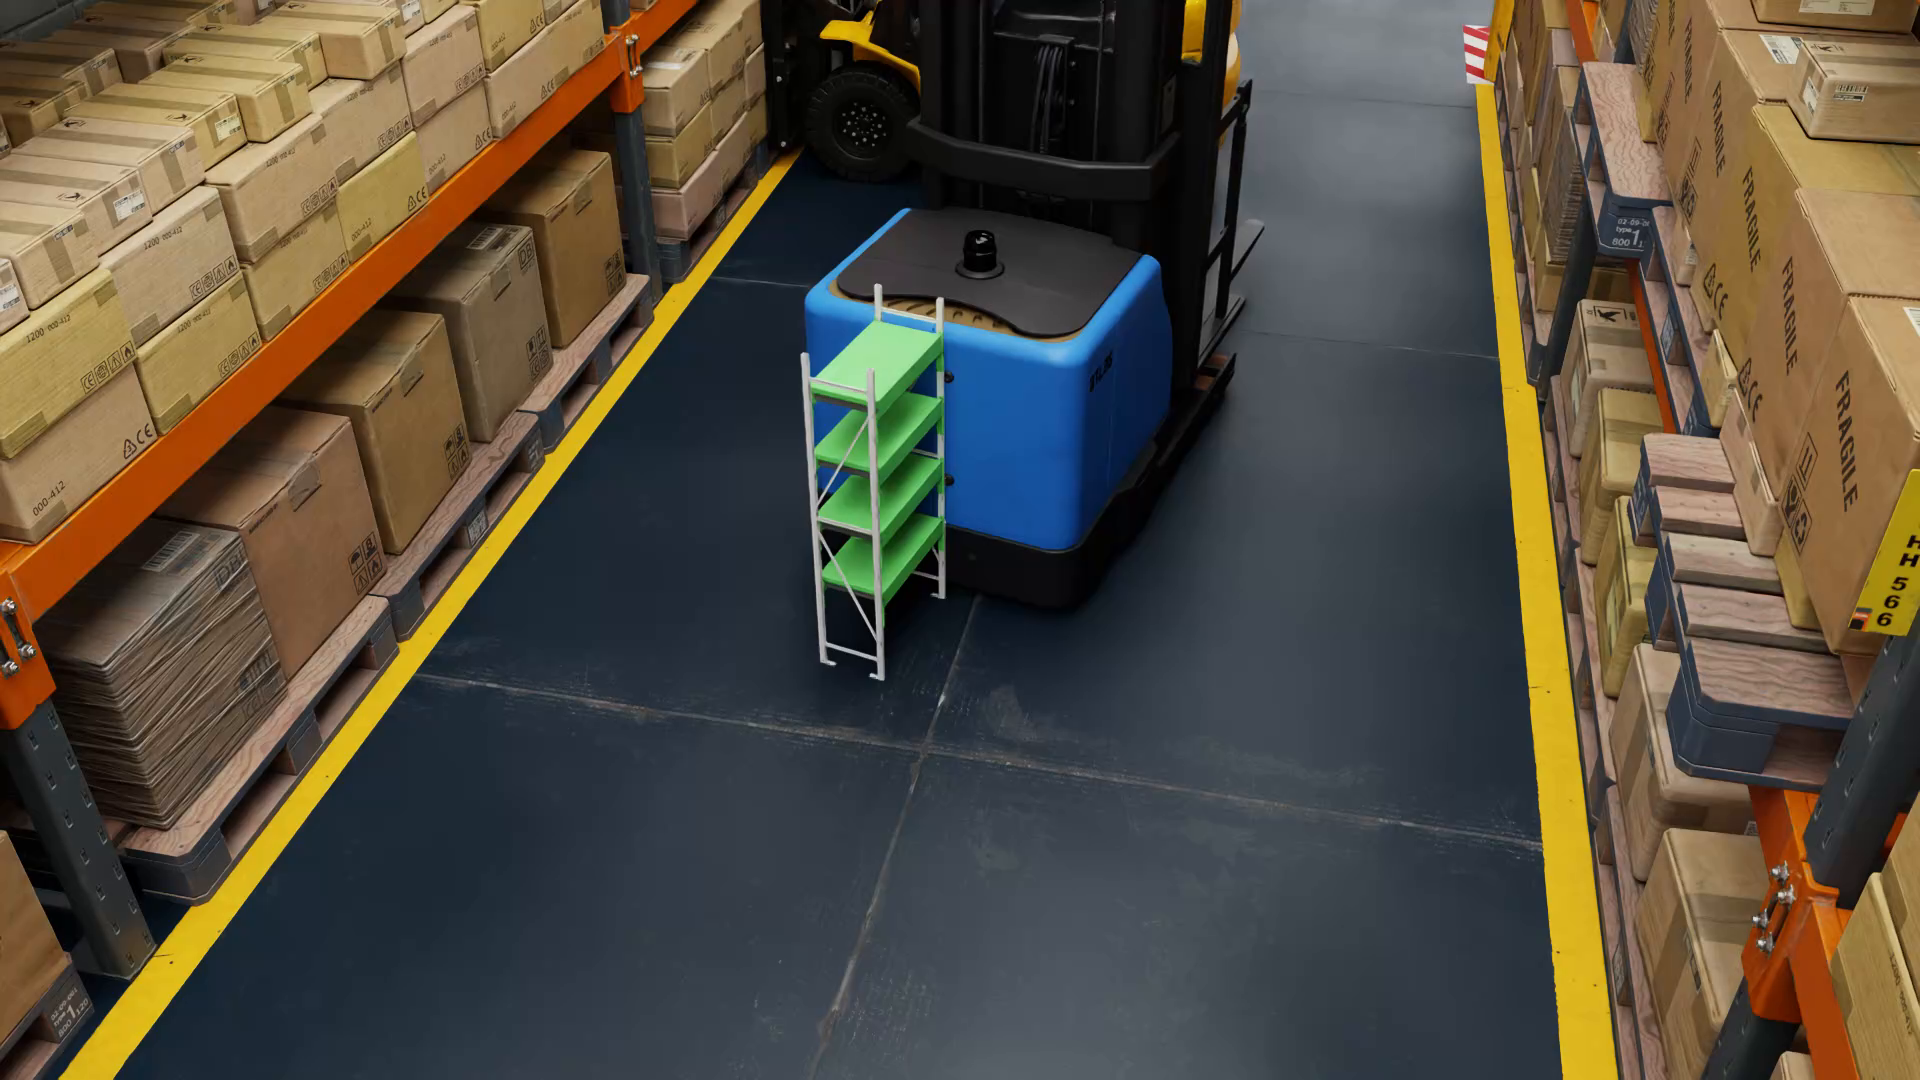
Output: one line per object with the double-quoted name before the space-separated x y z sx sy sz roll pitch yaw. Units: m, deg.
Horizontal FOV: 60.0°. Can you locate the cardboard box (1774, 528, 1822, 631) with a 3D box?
"cardboard box" 1.926 0.077 3.445 0.380 0.149 0.250 8 37 11

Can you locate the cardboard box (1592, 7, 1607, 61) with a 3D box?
"cardboard box" 2.771 -2.033 6.713 0.380 0.149 0.250 8 37 11

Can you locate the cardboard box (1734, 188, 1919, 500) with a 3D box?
"cardboard box" 2.024 -0.399 3.548 0.500 0.500 0.500 7 36 9

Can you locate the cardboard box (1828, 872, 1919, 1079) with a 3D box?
"cardboard box" 1.749 0.835 2.670 0.500 0.250 0.500 7 36 9

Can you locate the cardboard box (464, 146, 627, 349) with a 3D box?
"cardboard box" -1.997 -1.296 7.148 0.875 0.625 0.625 9 37 12

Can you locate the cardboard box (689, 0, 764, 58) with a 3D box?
"cardboard box" -1.273 -2.666 8.506 0.500 0.250 0.500 9 37 12

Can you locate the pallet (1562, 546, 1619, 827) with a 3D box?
"pallet" 2.530 0.509 5.368 1.003 0.211 1.213 7 37 10

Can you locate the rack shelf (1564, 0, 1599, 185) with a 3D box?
"rack shelf" 3.381 -2.623 7.927 1.077 0.370 4.000 7 37 10

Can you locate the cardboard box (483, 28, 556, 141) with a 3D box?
"cardboard box" -1.851 -1.717 6.191 0.500 0.250 0.500 7 37 10

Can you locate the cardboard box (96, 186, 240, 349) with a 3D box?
"cardboard box" -2.309 -0.747 4.427 0.500 0.250 0.500 8 37 11

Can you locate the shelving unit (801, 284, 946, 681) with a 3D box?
"shelving unit" -0.264 -0.173 5.467 0.258 1.200 0.503 15 39 20

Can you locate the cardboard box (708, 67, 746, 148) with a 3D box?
"cardboard box" -1.386 -2.175 8.254 0.500 0.250 0.500 7 37 10

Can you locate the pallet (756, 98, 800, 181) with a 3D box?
"pallet" -1.427 -2.411 9.397 1.003 0.211 1.213 7 37 10

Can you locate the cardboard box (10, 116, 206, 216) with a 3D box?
"cardboard box" -2.266 -0.999 4.435 0.380 0.149 0.250 8 37 10

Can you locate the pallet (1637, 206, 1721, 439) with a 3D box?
"pallet" 2.482 -0.537 4.599 1.003 0.211 1.213 7 37 10

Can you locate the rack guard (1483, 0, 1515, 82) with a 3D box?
"rack guard" 3.791 -3.006 9.971 1.175 0.500 0.348 7 37 10

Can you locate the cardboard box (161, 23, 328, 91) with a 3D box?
"cardboard box" -2.169 -1.446 5.052 0.380 0.149 0.250 7 37 10

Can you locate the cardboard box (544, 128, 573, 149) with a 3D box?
"cardboard box" -1.993 -1.952 7.947 0.500 0.250 0.500 7 36 9

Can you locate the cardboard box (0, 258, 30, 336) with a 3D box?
"cardboard box" -2.395 -0.544 3.807 0.380 0.149 0.250 8 37 11

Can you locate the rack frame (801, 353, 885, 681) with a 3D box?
"rack frame" -0.364 -0.043 5.287 0.240 1.200 0.015 15 39 20

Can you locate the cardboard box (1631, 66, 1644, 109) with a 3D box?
"cardboard box" 2.527 -1.559 5.701 0.380 0.149 0.250 8 37 11

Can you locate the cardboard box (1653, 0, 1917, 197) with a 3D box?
"cardboard box" 2.348 -1.297 4.787 0.500 0.500 0.500 7 37 10

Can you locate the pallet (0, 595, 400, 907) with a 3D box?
"pallet" -2.537 0.567 5.288 1.003 0.211 1.213 7 37 10

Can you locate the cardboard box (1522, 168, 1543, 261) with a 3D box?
"cardboard box" 2.921 -1.504 7.754 0.500 0.250 0.500 6 36 9

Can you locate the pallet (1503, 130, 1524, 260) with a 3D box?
"pallet" 3.321 -1.730 8.457 1.003 0.211 1.213 7 37 10

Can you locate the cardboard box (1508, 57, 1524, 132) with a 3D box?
"cardboard box" 3.249 -2.399 8.989 0.500 0.250 0.500 9 37 12

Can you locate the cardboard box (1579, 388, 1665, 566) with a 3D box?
"cardboard box" 2.694 -0.161 5.797 0.950 0.372 0.625 10 37 13

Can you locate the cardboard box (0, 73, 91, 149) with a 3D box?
"cardboard box" -2.701 -1.204 4.718 0.380 0.149 0.250 7 37 10

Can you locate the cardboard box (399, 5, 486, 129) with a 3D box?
"cardboard box" -1.969 -1.628 5.642 0.500 0.250 0.500 8 37 11

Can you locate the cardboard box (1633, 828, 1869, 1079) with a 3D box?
"cardboard box" 2.229 1.096 4.063 0.950 0.372 0.625 5 36 7

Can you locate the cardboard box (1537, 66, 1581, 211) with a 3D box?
"cardboard box" 2.924 -1.793 7.514 0.500 0.500 0.500 8 37 11

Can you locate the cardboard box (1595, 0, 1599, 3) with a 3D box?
"cardboard box" 2.909 -2.511 6.820 0.500 0.500 0.500 9 37 12

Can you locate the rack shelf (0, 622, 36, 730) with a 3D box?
"rack shelf" -3.178 1.343 2.454 1.077 0.370 4.000 7 37 10

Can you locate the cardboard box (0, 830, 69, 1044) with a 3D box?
"cardboard box" -2.631 1.016 4.064 0.500 0.500 0.500 8 37 11

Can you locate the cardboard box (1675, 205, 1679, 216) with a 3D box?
"cardboard box" 2.328 -0.961 4.877 0.380 0.149 0.250 8 37 10

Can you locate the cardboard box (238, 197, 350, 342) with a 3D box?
"cardboard box" -2.202 -0.842 4.983 0.500 0.250 0.500 6 36 8

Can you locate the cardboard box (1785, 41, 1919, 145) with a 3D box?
"cardboard box" 2.173 -1.042 3.882 0.380 0.149 0.250 6 36 8

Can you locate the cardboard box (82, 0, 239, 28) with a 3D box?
"cardboard box" -2.552 -1.648 5.331 0.380 0.149 0.250 8 37 10

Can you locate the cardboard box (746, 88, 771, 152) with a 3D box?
"cardboard box" -1.282 -2.270 8.812 0.500 0.250 0.500 8 37 11

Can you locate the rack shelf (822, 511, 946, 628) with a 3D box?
"rack shelf" -0.264 0.073 5.645 0.258 0.148 0.480 15 39 20

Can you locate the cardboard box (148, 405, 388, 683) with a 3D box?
"cardboard box" -2.473 -0.035 5.408 0.875 0.625 0.625 8 37 11

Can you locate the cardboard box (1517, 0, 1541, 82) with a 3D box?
"cardboard box" 3.253 -2.680 8.738 0.500 0.500 0.500 6 36 8

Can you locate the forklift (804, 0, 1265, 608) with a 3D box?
"forklift" 0.528 -1.807 6.245 1.130 2.935 3.031 15 39 20

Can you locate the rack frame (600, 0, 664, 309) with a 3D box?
"rack frame" -1.897 -2.388 6.989 1.000 3.000 0.127 7 37 10

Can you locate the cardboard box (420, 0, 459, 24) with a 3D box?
"cardboard box" -1.938 -1.874 5.642 0.380 0.149 0.250 6 36 9

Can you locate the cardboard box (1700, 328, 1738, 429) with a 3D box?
"cardboard box" 2.042 -0.376 4.070 0.380 0.149 0.250 8 37 11
